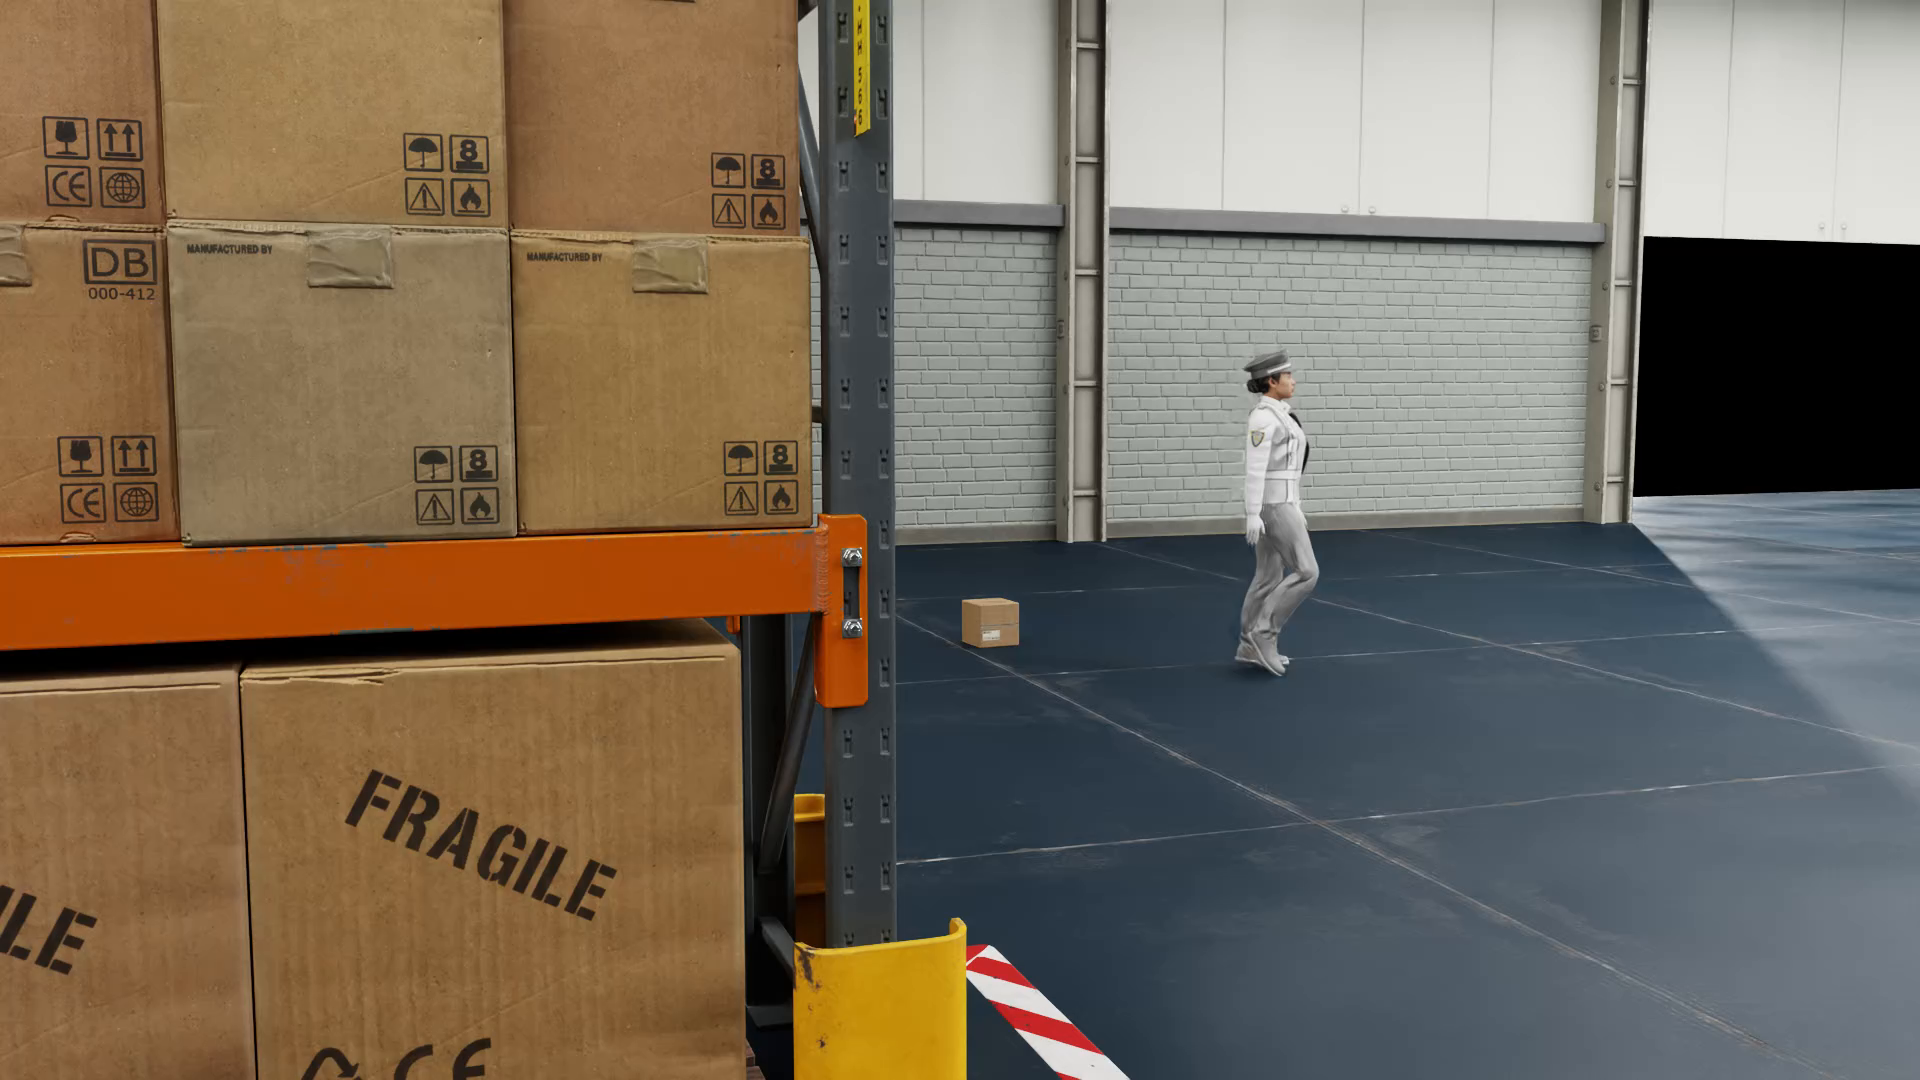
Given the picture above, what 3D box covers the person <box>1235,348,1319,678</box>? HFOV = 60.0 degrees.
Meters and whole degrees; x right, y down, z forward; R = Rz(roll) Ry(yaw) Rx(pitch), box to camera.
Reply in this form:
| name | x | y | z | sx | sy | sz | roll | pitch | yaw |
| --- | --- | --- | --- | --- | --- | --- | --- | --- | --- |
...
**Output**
| name | x | y | z | sx | sy | sz | roll | pitch | yaw |
| --- | --- | --- | --- | --- | --- | --- | --- | --- | --- |
| person | 1.677 | -0.146 | 8.732 | 0.445 | 1.716 | 0.519 | 2 | 6 | 16 |
